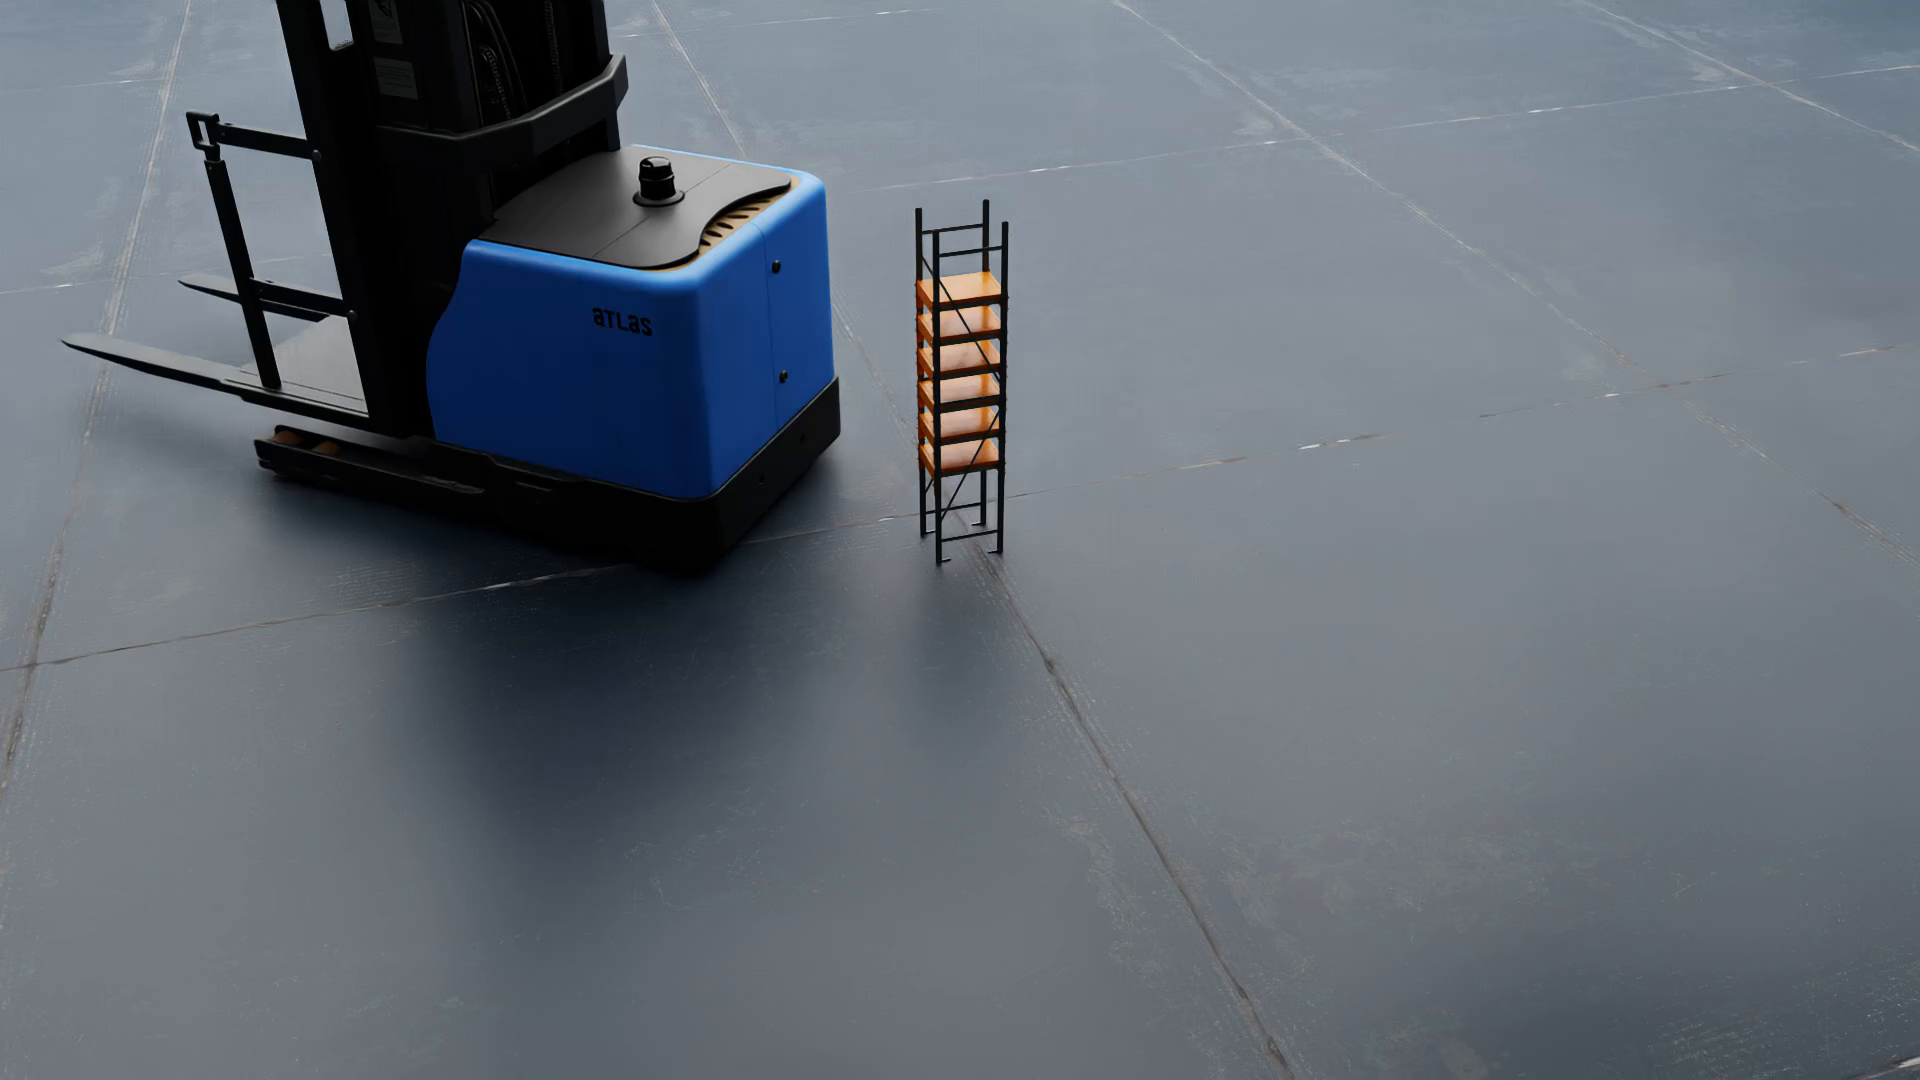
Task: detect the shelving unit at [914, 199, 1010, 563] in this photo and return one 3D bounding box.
[{"bbox_3d":[0.004,-0.493,5.408,0.258,1.200,0.189,-10,35,-15],"label":"shelving unit"}]

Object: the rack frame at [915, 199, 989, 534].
[{"bbox_3d":[-0.023,-0.541,5.480,0.240,1.200,0.006,-10,35,-15],"label":"rack frame"}]

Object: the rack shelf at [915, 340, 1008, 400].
[{"bbox_3d":[0.004,-0.556,5.366,0.258,0.103,0.180,-10,35,-15],"label":"rack shelf"}]

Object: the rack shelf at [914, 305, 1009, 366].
[{"bbox_3d":[0.004,-0.656,5.300,0.258,0.103,0.180,-10,35,-15],"label":"rack shelf"}]

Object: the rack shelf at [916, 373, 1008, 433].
[{"bbox_3d":[0.004,-0.456,5.432,0.258,0.103,0.180,-10,35,-15],"label":"rack shelf"}]

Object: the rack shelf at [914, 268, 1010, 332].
[{"bbox_3d":[0.004,-0.756,5.234,0.258,0.103,0.180,-10,35,-15],"label":"rack shelf"}]

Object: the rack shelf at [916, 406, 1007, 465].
[{"bbox_3d":[0.004,-0.356,5.498,0.258,0.103,0.180,-10,35,-15],"label":"rack shelf"}]

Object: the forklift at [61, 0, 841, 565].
[{"bbox_3d":[-2.012,-1.663,5.607,3.031,2.935,1.130,13,36,19],"label":"forklift"}]

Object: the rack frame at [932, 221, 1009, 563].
[{"bbox_3d":[0.032,-0.445,5.335,0.240,1.200,0.006,-10,35,-15],"label":"rack frame"}]

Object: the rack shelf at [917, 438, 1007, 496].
[{"bbox_3d":[0.004,-0.256,5.565,0.258,0.103,0.180,-10,35,-15],"label":"rack shelf"}]
